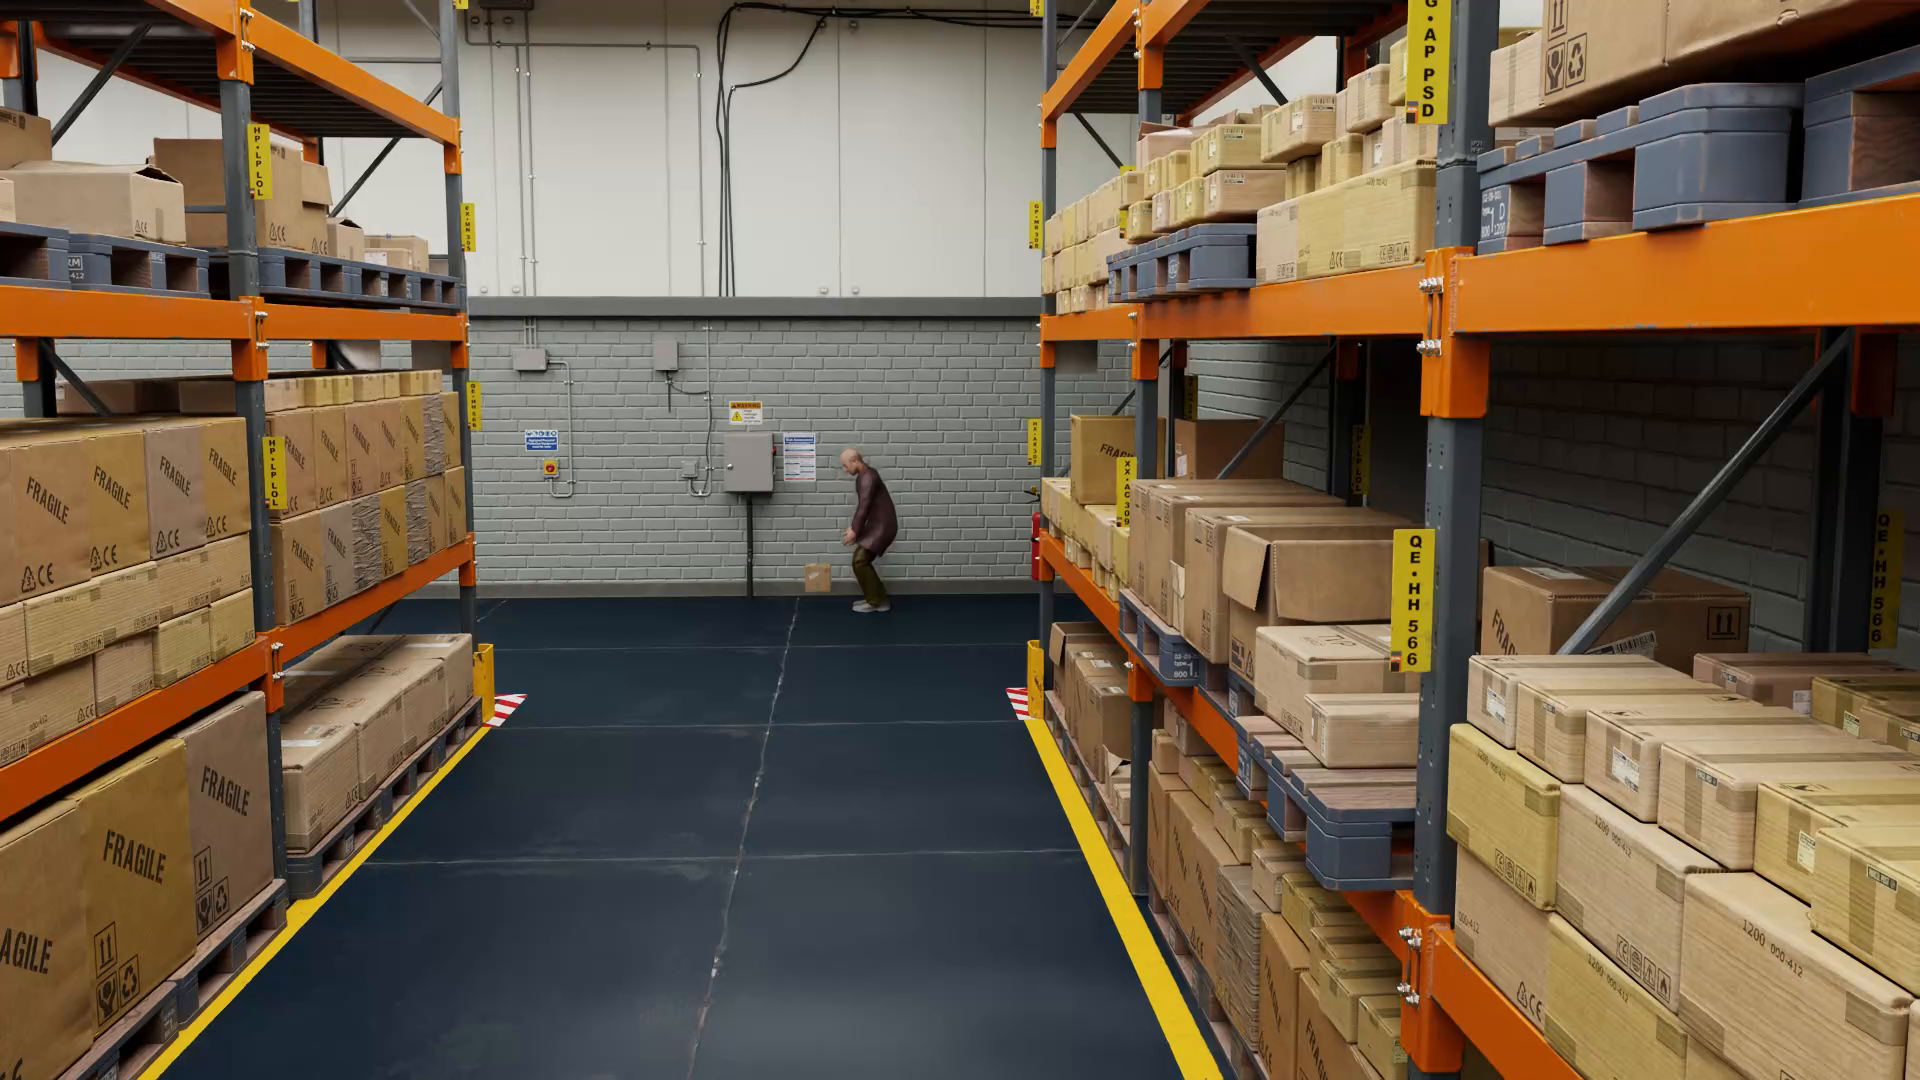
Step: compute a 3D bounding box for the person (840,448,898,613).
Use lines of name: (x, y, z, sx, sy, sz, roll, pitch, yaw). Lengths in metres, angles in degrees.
person: (-0.892, -0.100, 16.400, 0.564, 1.611, 0.620, 0, 7, -3)
